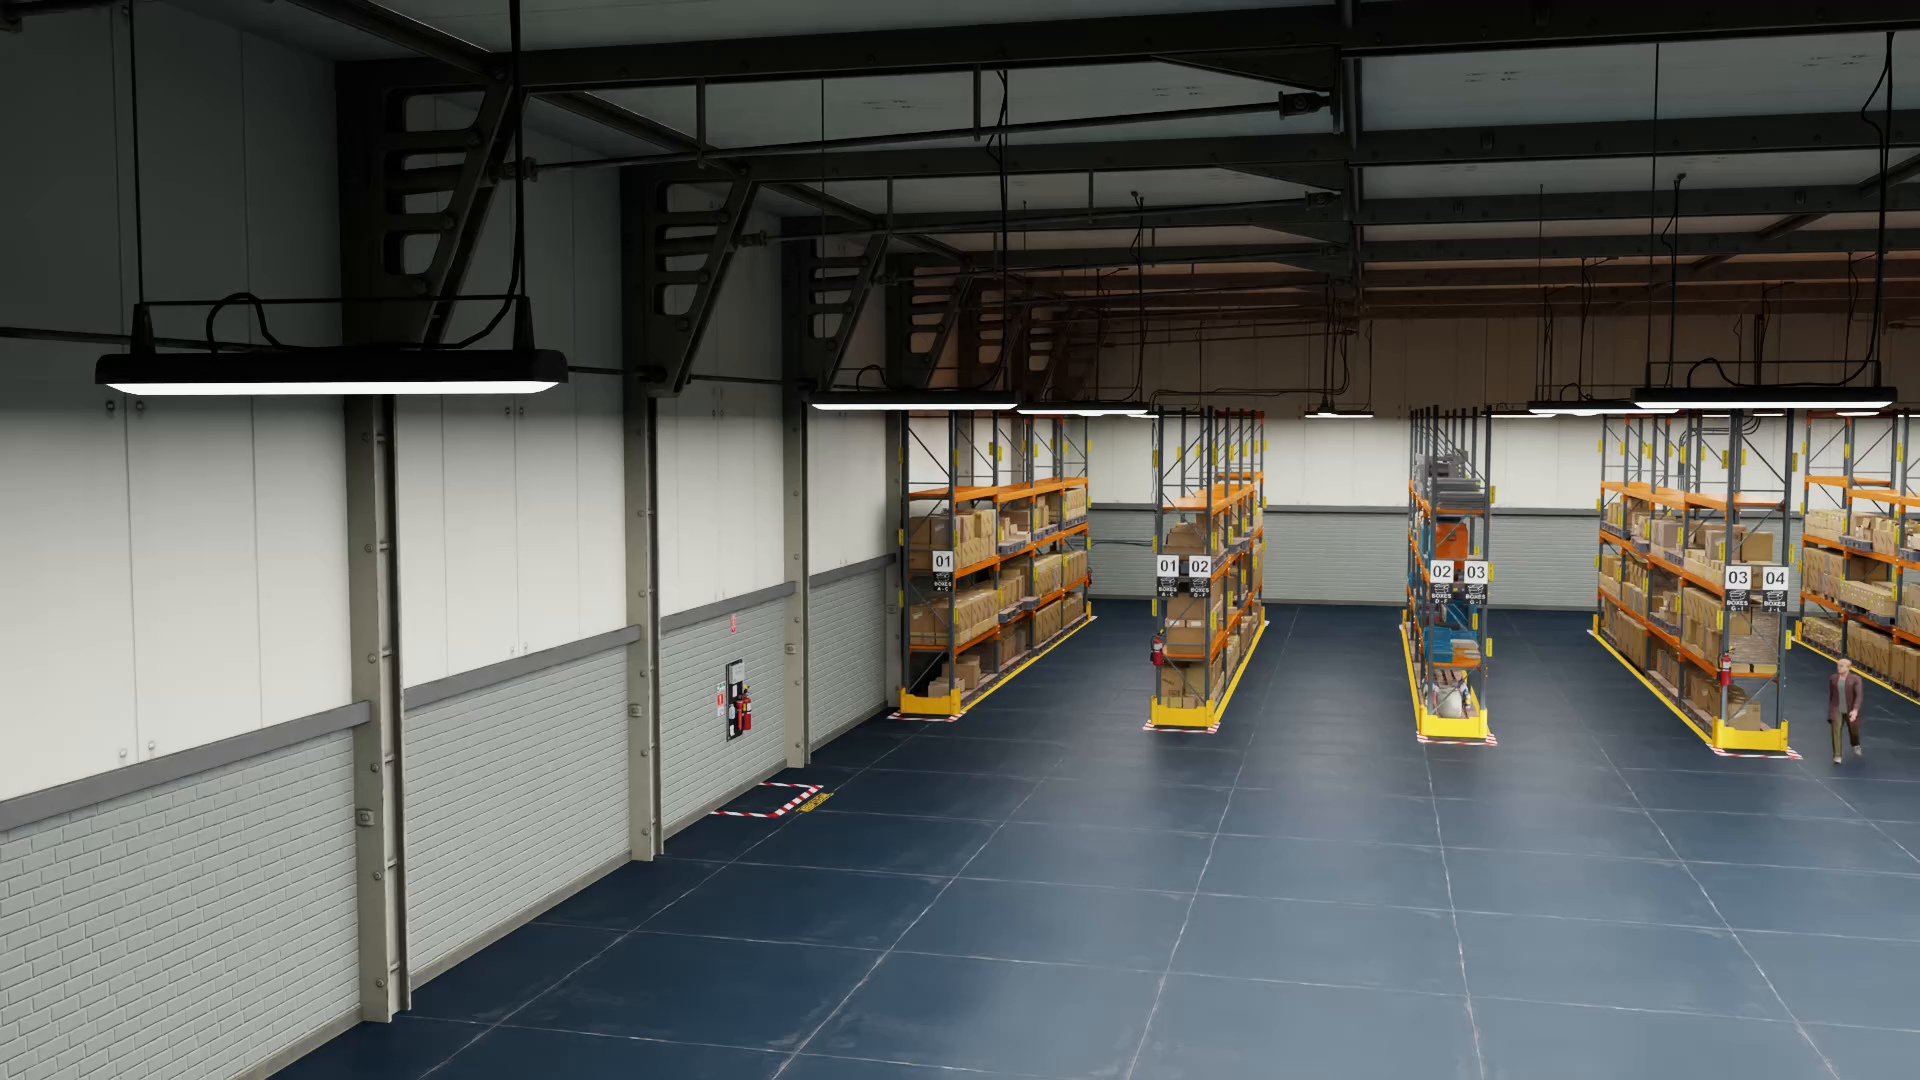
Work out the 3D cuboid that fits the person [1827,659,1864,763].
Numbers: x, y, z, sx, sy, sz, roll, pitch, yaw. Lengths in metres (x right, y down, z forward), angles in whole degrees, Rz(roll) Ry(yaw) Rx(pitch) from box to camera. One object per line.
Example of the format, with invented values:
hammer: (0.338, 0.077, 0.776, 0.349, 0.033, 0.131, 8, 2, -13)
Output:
person: (14.844, 2.839, 27.856, 0.531, 1.729, 1.007, 3, 5, 34)
